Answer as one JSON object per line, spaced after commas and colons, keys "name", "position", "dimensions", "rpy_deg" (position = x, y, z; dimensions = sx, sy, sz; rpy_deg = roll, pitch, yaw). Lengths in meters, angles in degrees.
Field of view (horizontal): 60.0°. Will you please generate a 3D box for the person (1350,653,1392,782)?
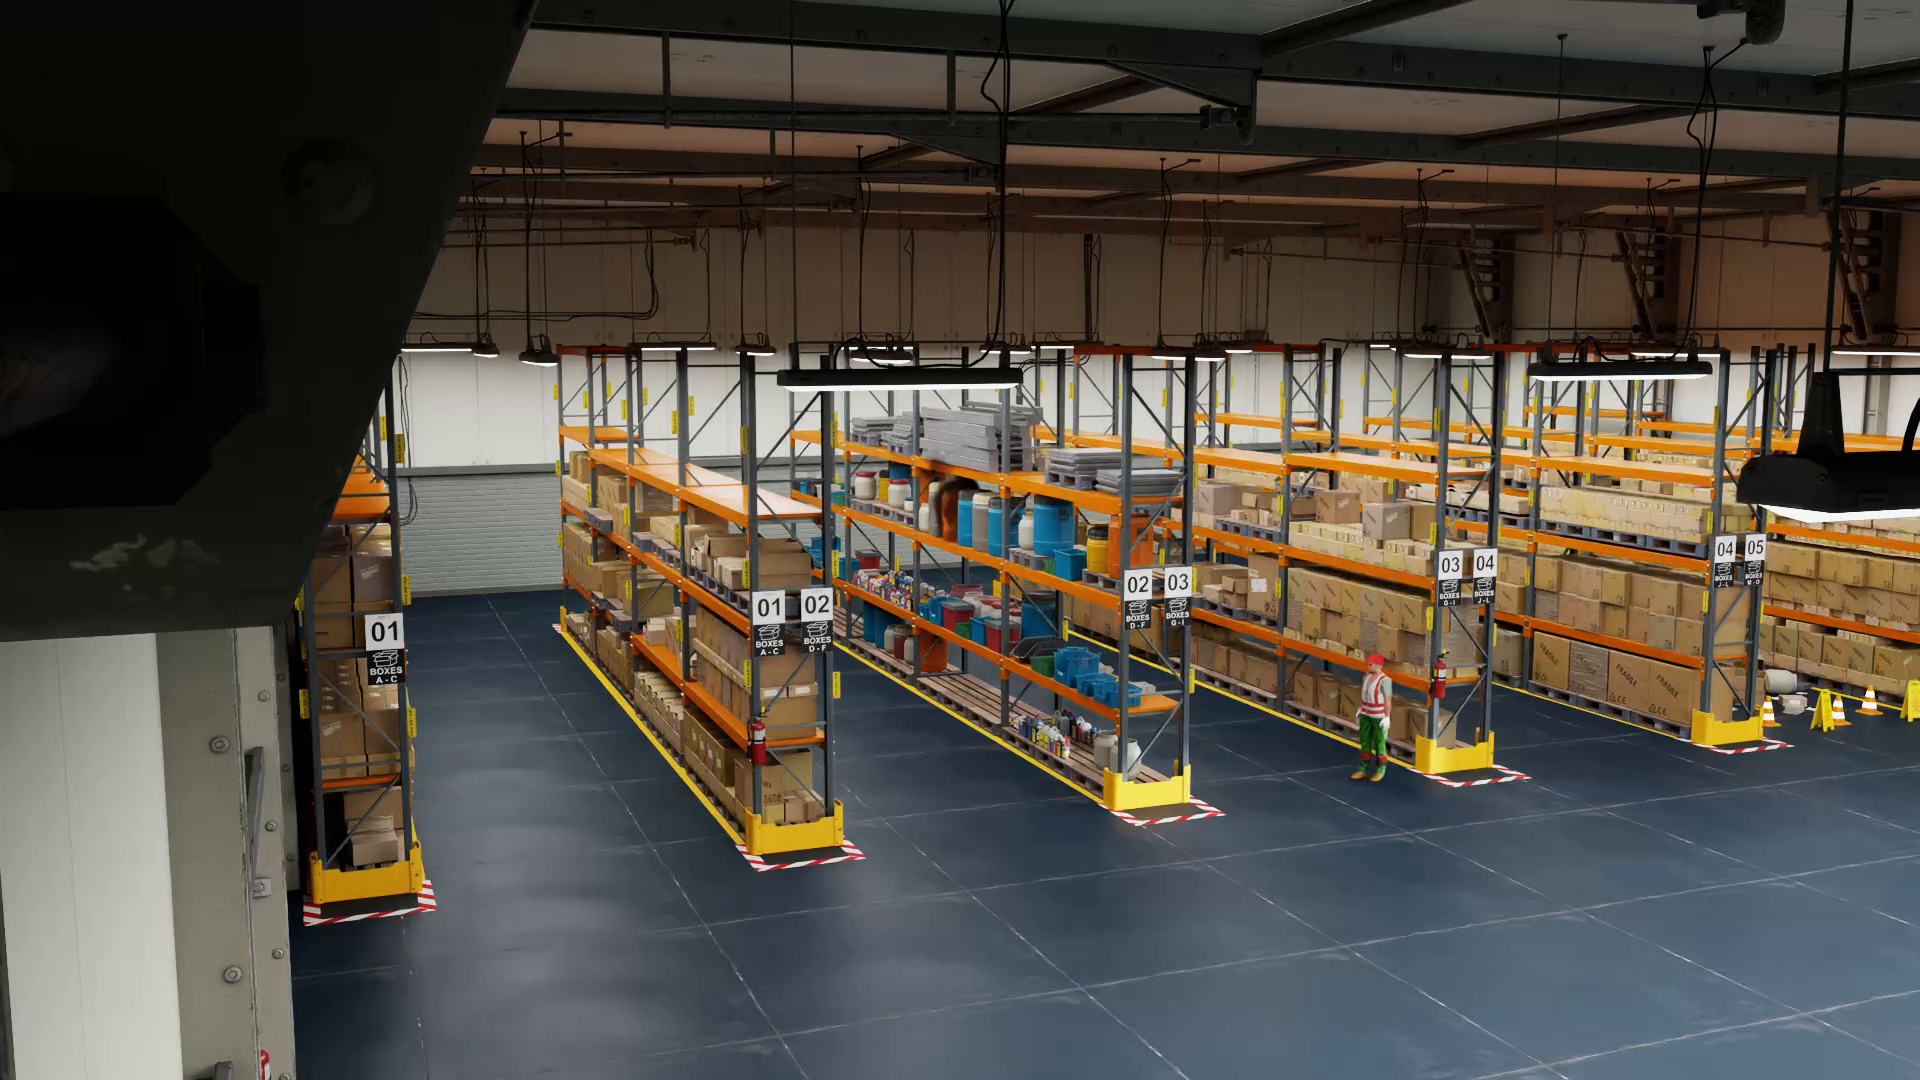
{"name": "person", "position": [5.760, 2.480, 23.298], "dimensions": [0.457, 1.801, 0.560], "rpy_deg": [-4, 8, -31]}
